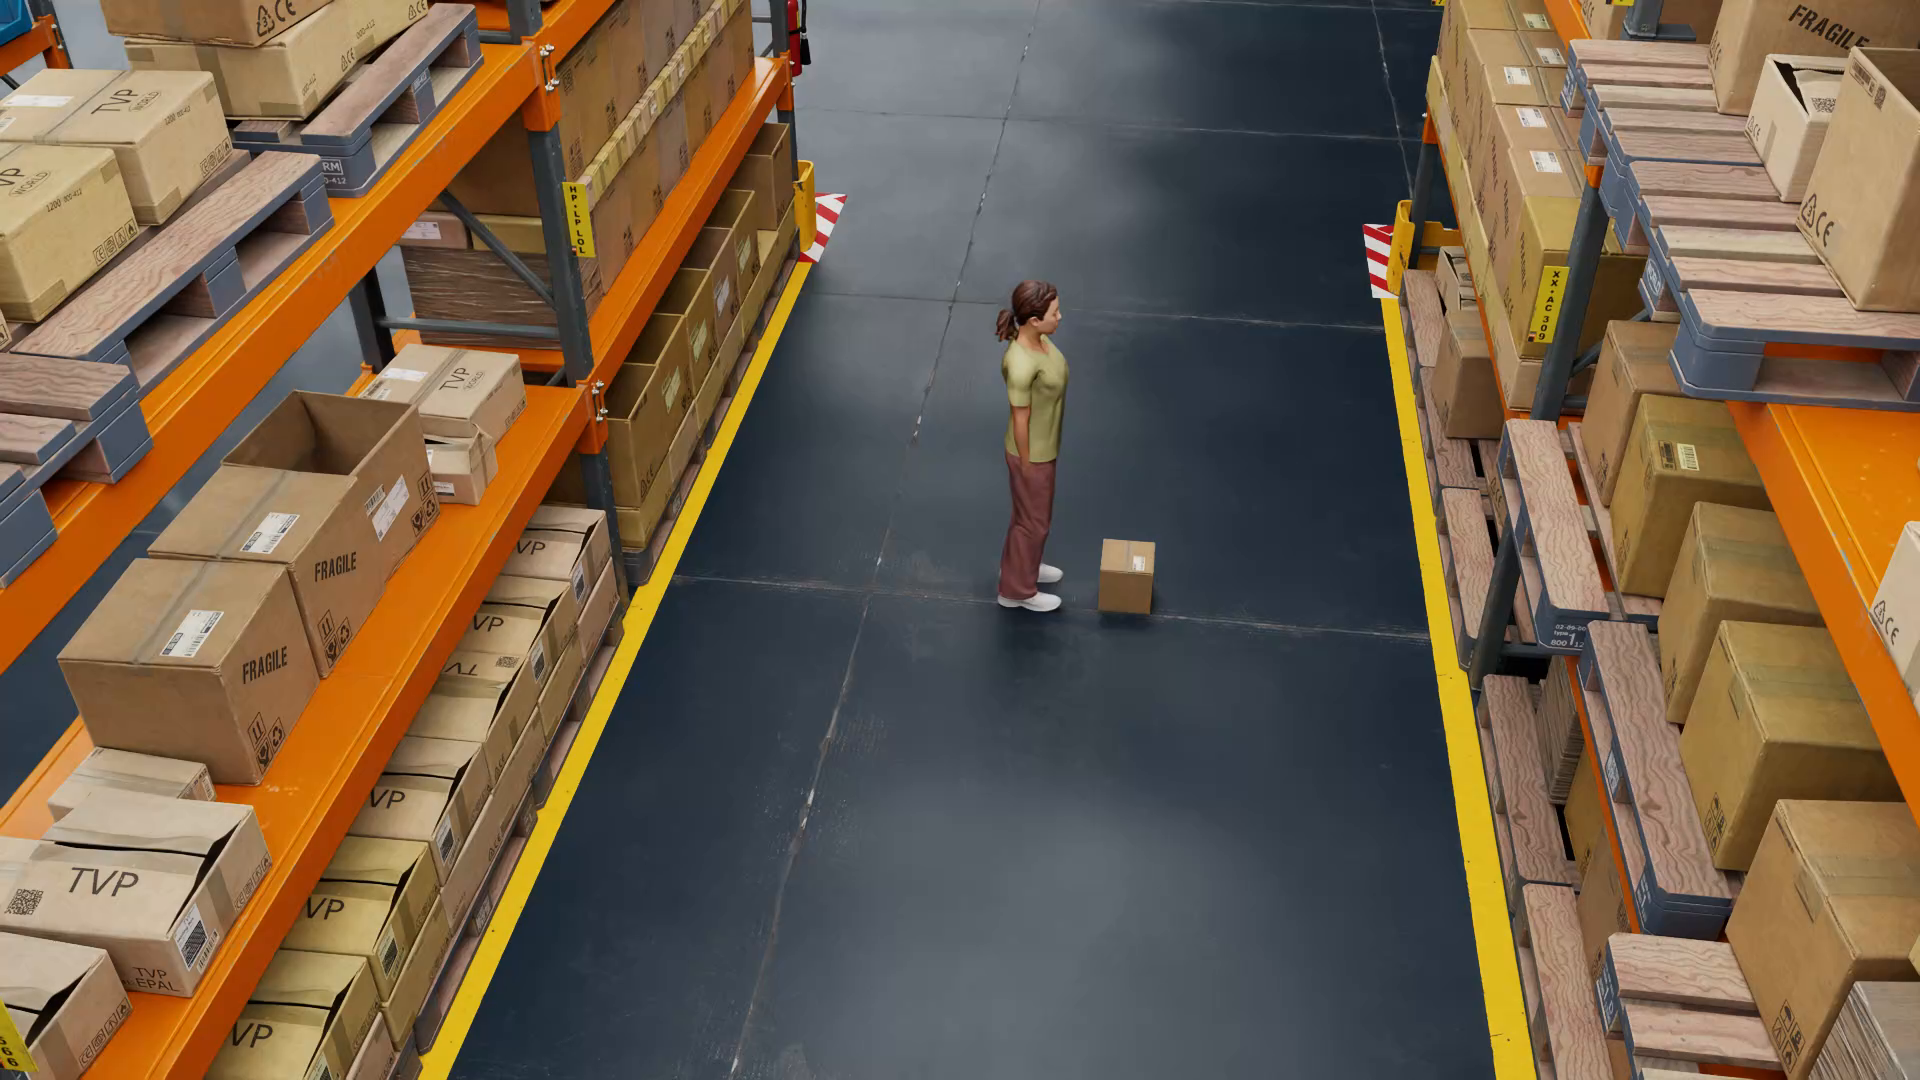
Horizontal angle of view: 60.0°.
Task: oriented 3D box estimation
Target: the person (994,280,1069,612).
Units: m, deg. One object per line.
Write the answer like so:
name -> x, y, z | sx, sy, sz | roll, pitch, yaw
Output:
person -> 0.326, -0.434, 7.641 | 0.364, 1.675, 0.441 | 5, 37, 7
